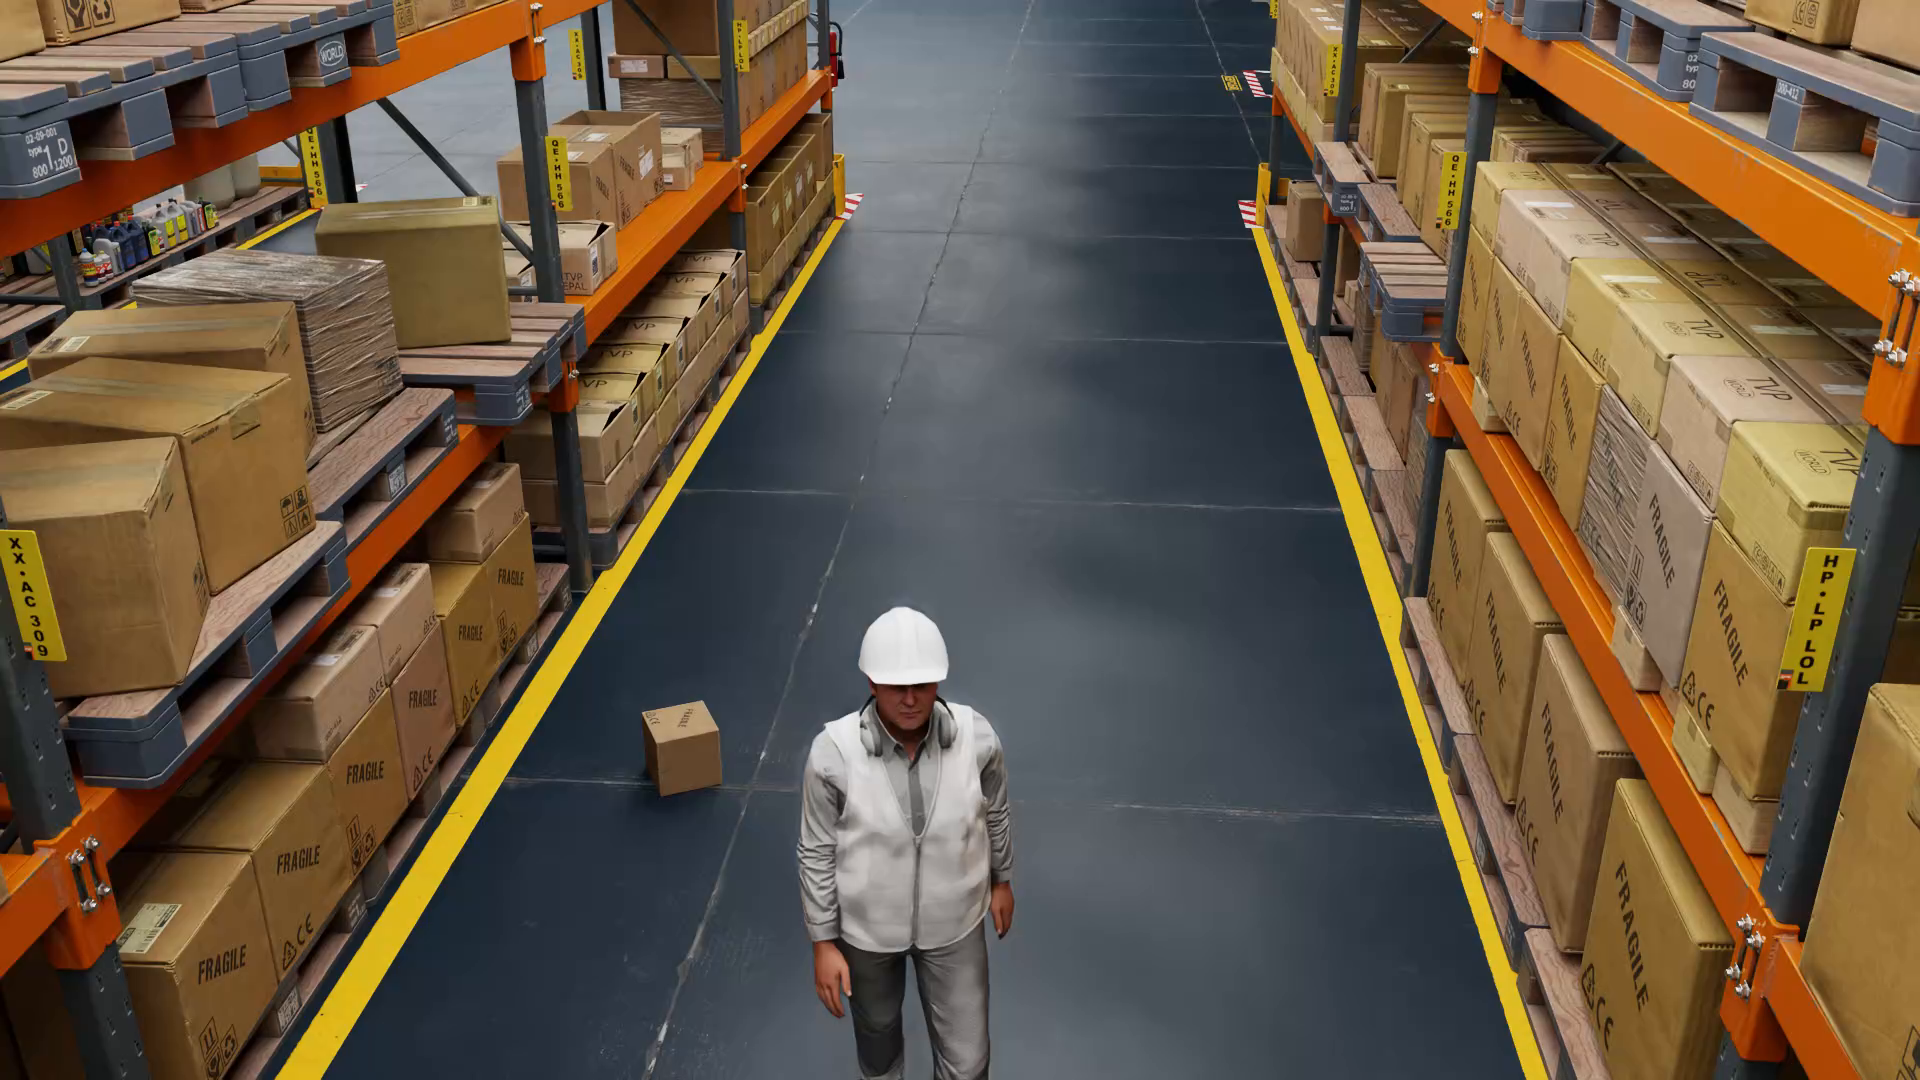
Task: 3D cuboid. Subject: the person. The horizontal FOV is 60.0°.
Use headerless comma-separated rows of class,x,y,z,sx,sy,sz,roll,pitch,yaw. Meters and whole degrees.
person,-0.121,1.013,4.348,0.590,1.786,0.840,-4,25,-8
